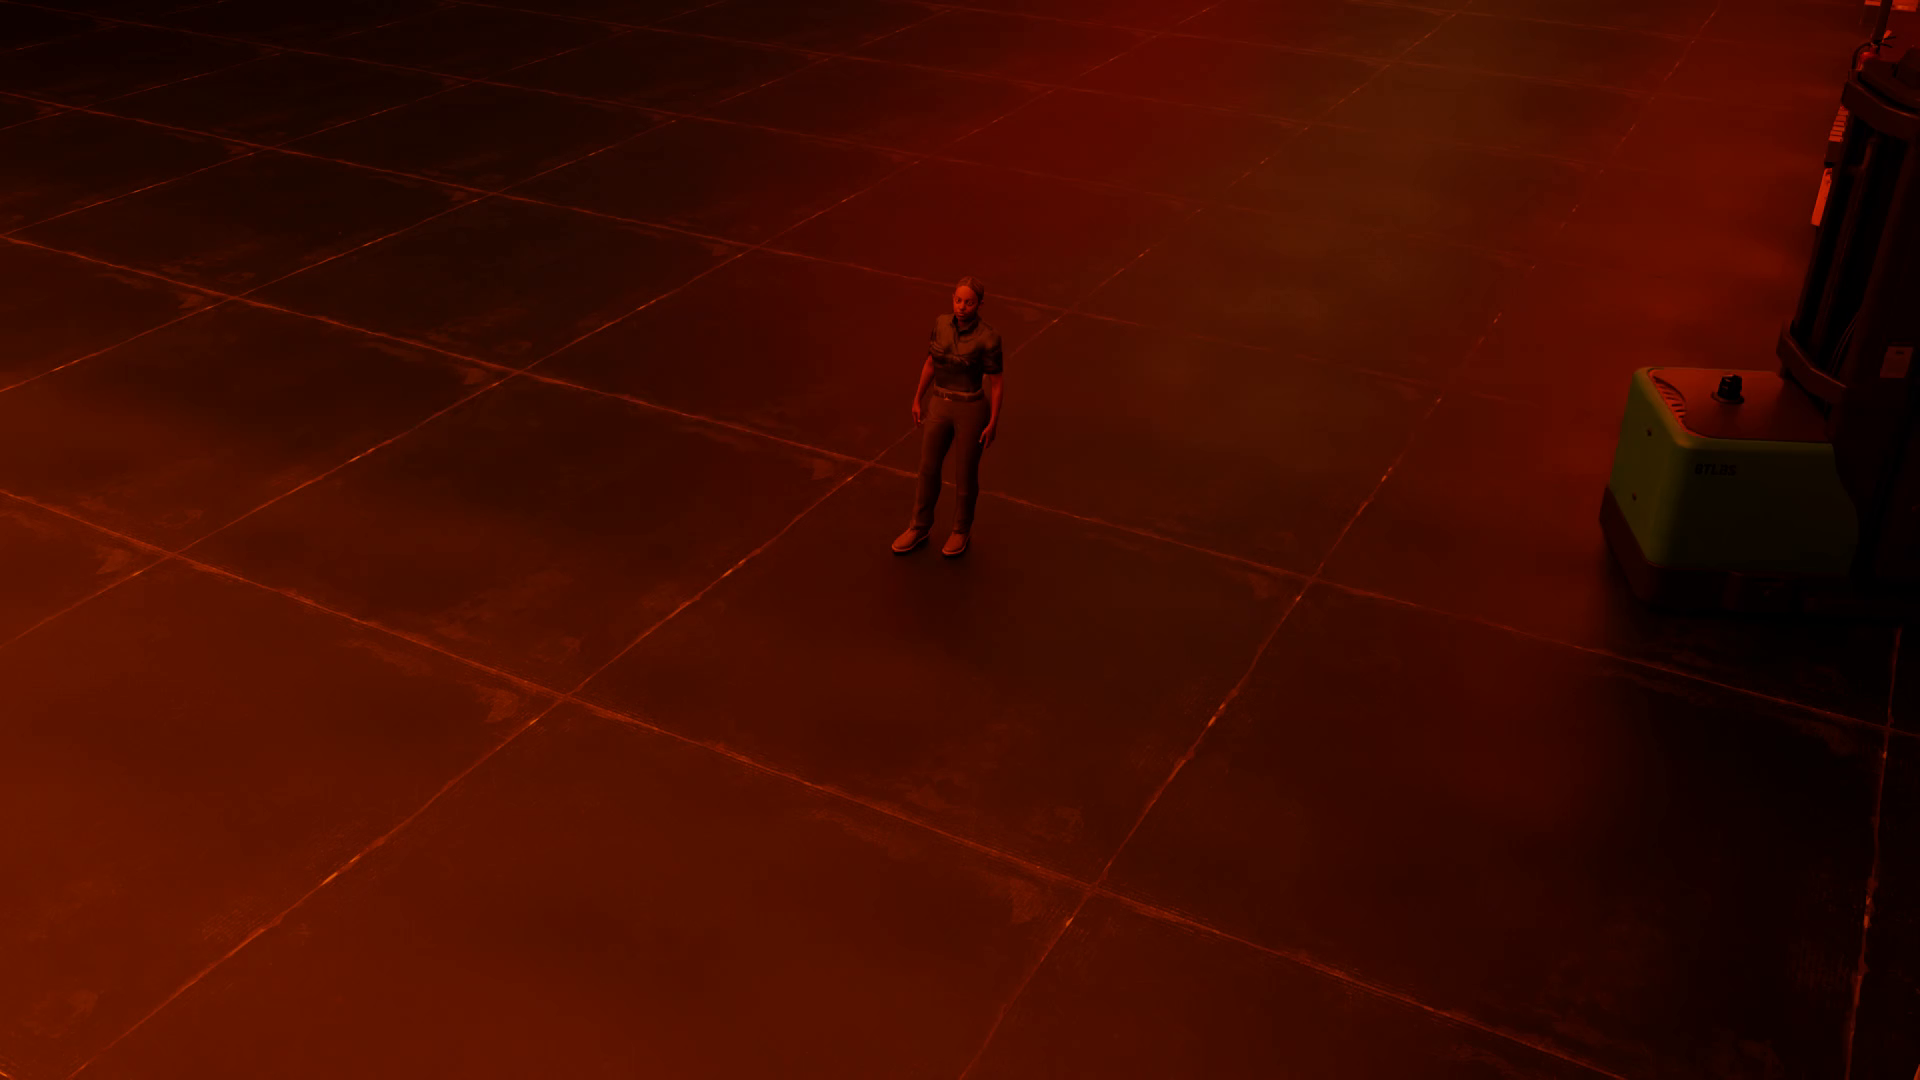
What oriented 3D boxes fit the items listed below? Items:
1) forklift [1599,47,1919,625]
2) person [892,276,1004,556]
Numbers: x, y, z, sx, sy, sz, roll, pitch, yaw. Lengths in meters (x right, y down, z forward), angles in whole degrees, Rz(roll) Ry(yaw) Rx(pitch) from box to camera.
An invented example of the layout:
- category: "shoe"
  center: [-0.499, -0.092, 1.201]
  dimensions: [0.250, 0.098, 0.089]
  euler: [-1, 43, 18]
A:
- category: "forklift"
  center: [5.332, -1.040, 8.873]
  dimensions: [3.031, 2.935, 1.130]
  euler: [3, 30, 5]
- category: "person"
  center: [-0.060, -0.689, 9.527]
  dimensions: [0.569, 1.656, 0.503]
  euler: [15, 33, 25]
